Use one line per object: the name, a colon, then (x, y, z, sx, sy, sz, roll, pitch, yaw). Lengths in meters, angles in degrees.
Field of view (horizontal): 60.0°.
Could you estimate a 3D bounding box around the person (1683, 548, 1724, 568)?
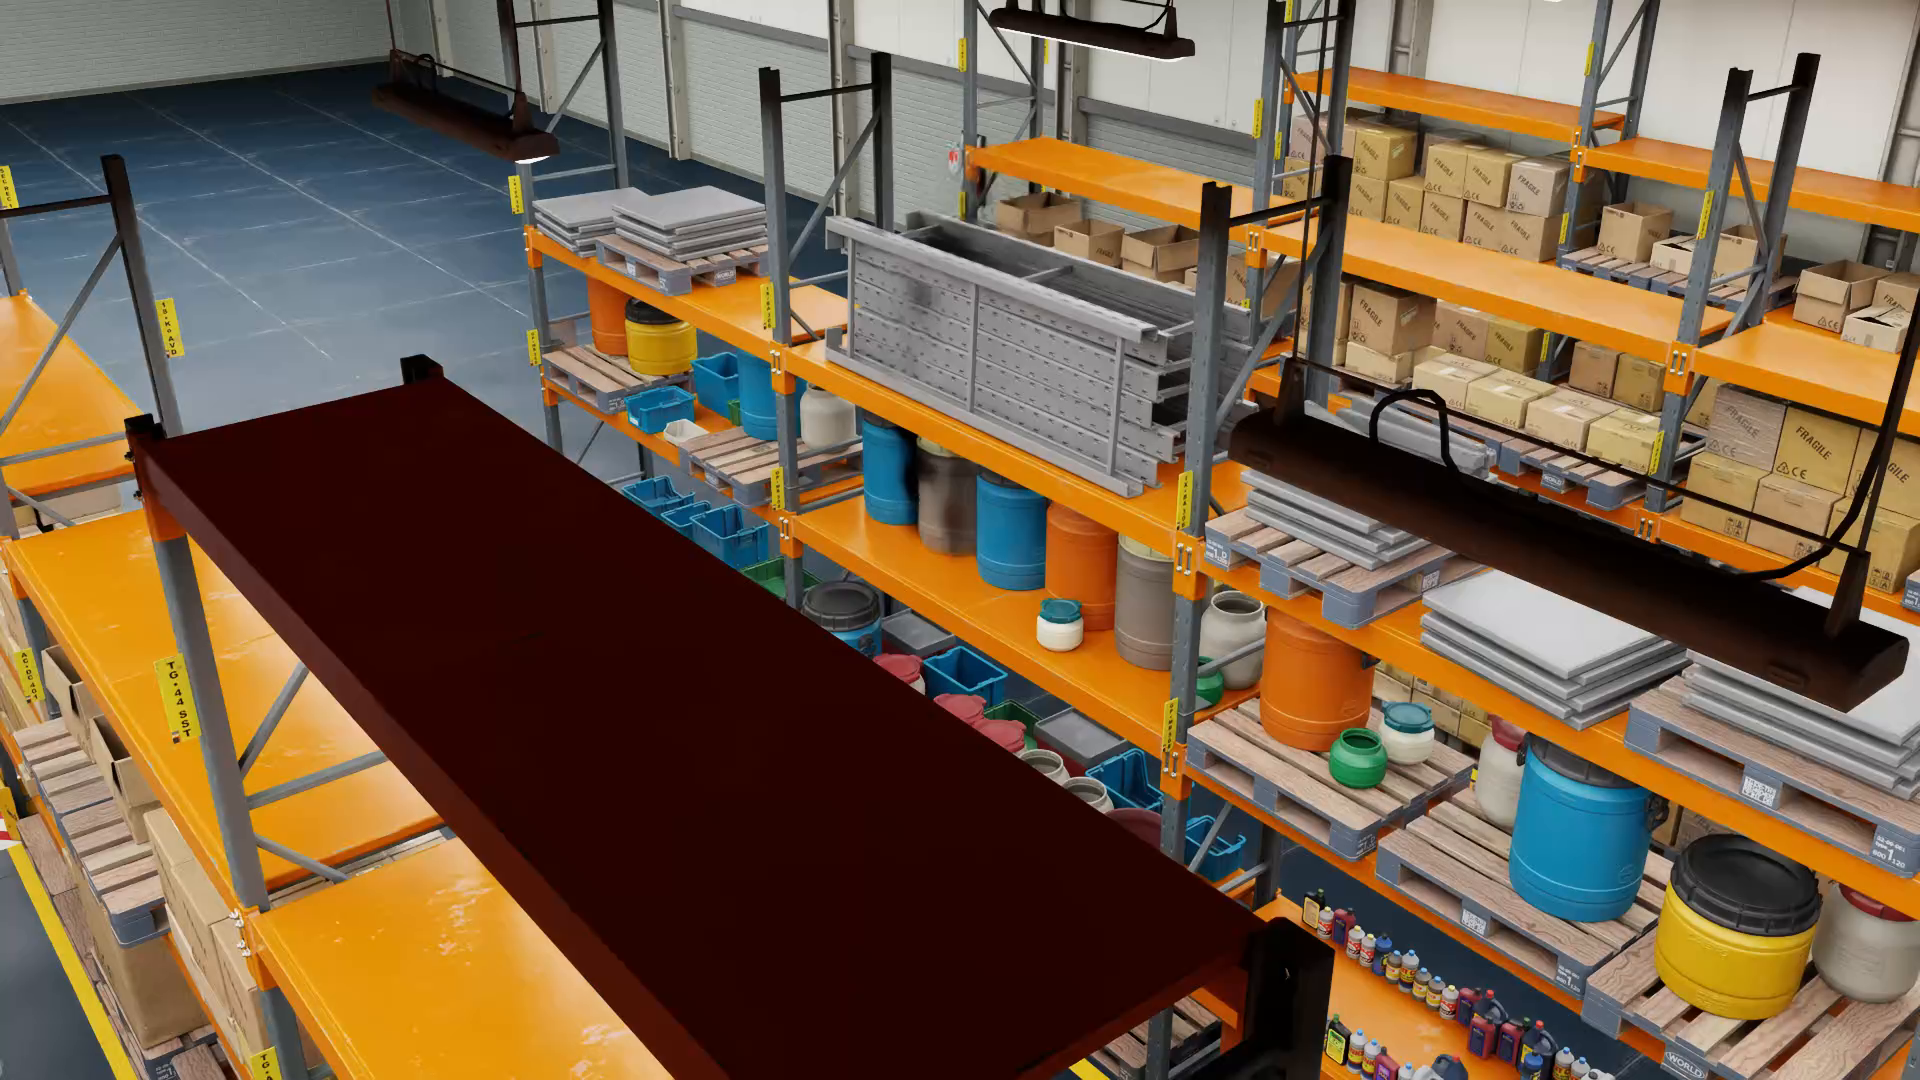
person: (6.791, 0.423, 15.366, 0.724, 1.806, 0.632, 16, 30, 30)
